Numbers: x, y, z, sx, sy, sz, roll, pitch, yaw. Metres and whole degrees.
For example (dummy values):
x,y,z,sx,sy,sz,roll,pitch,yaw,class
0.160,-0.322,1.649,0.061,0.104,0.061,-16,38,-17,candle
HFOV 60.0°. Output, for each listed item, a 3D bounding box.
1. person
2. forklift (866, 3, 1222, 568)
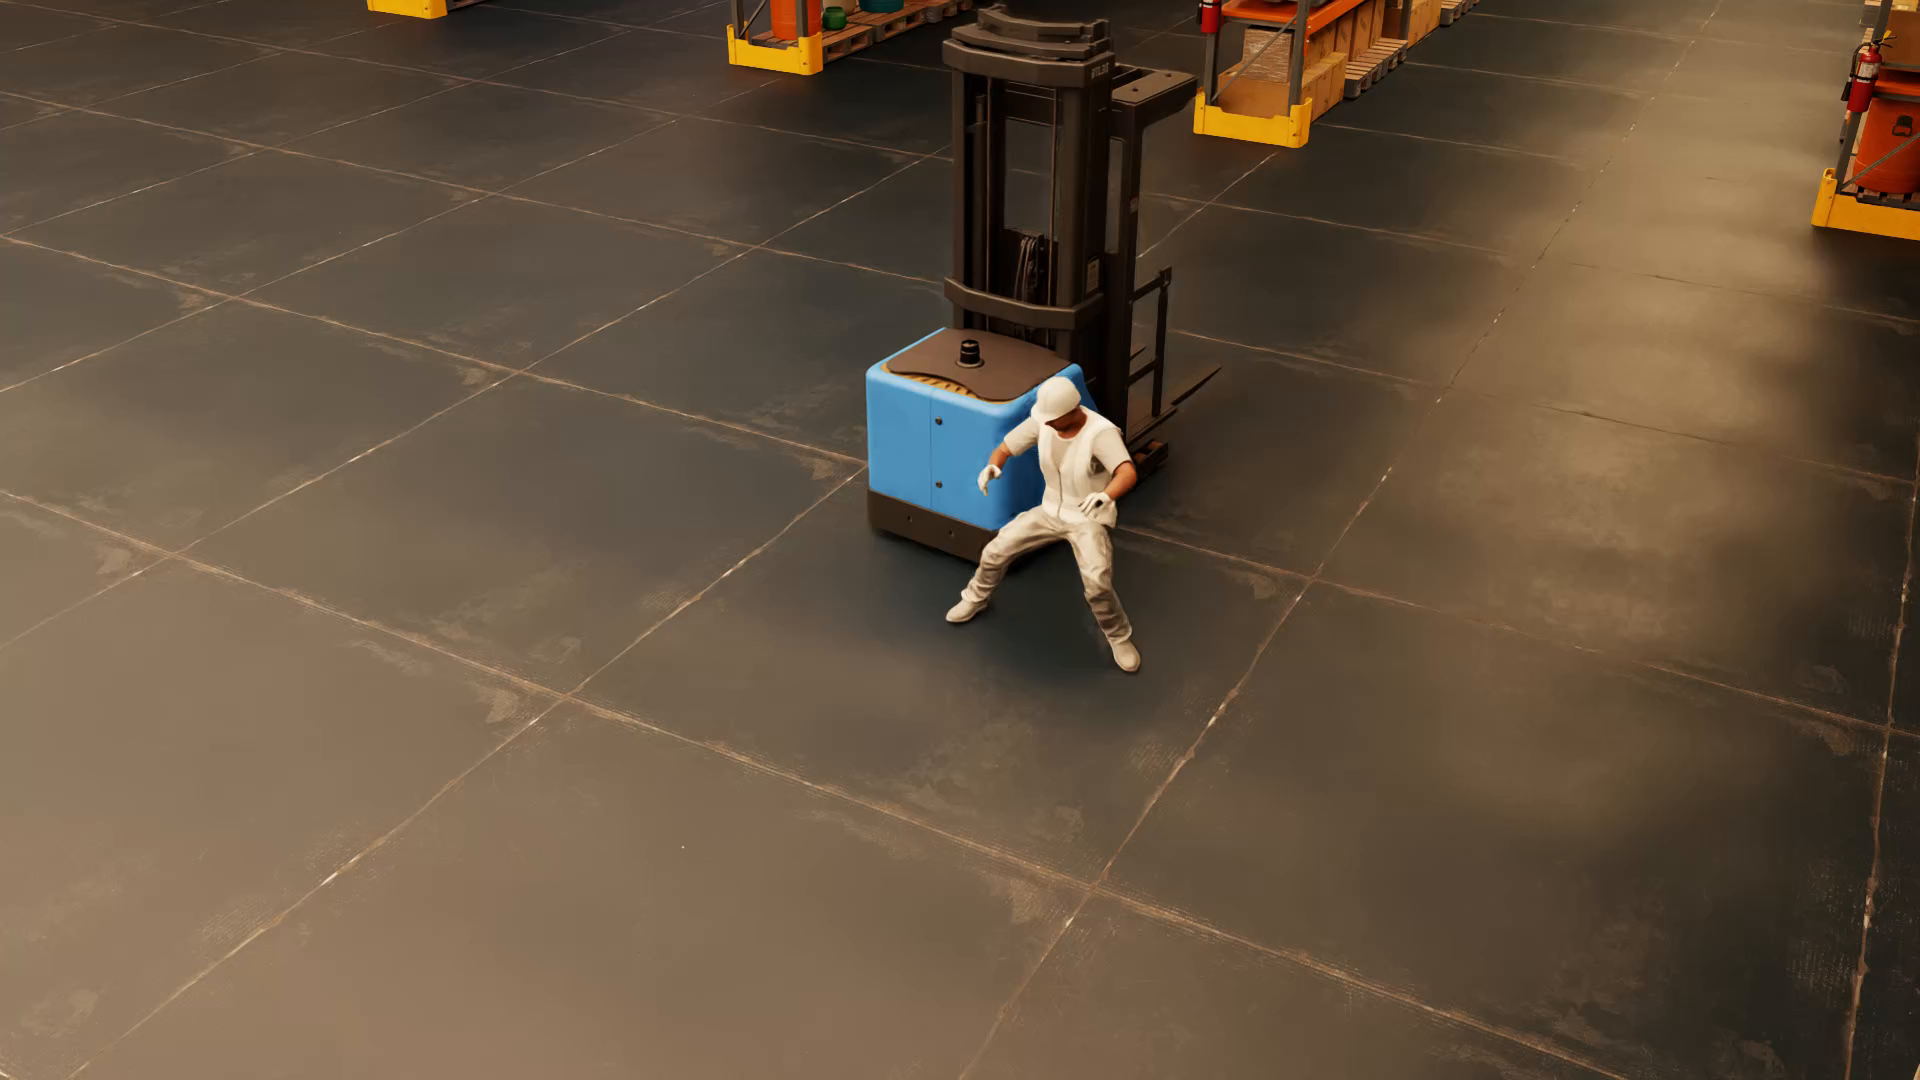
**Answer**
x,y,z,sx,sy,sz,roll,pitch,yaw,class
0.486,-0.123,8.683,0.737,1.527,1.132,-26,39,-37,person
0.699,-1.788,10.169,1.130,2.935,3.031,19,35,30,forklift
